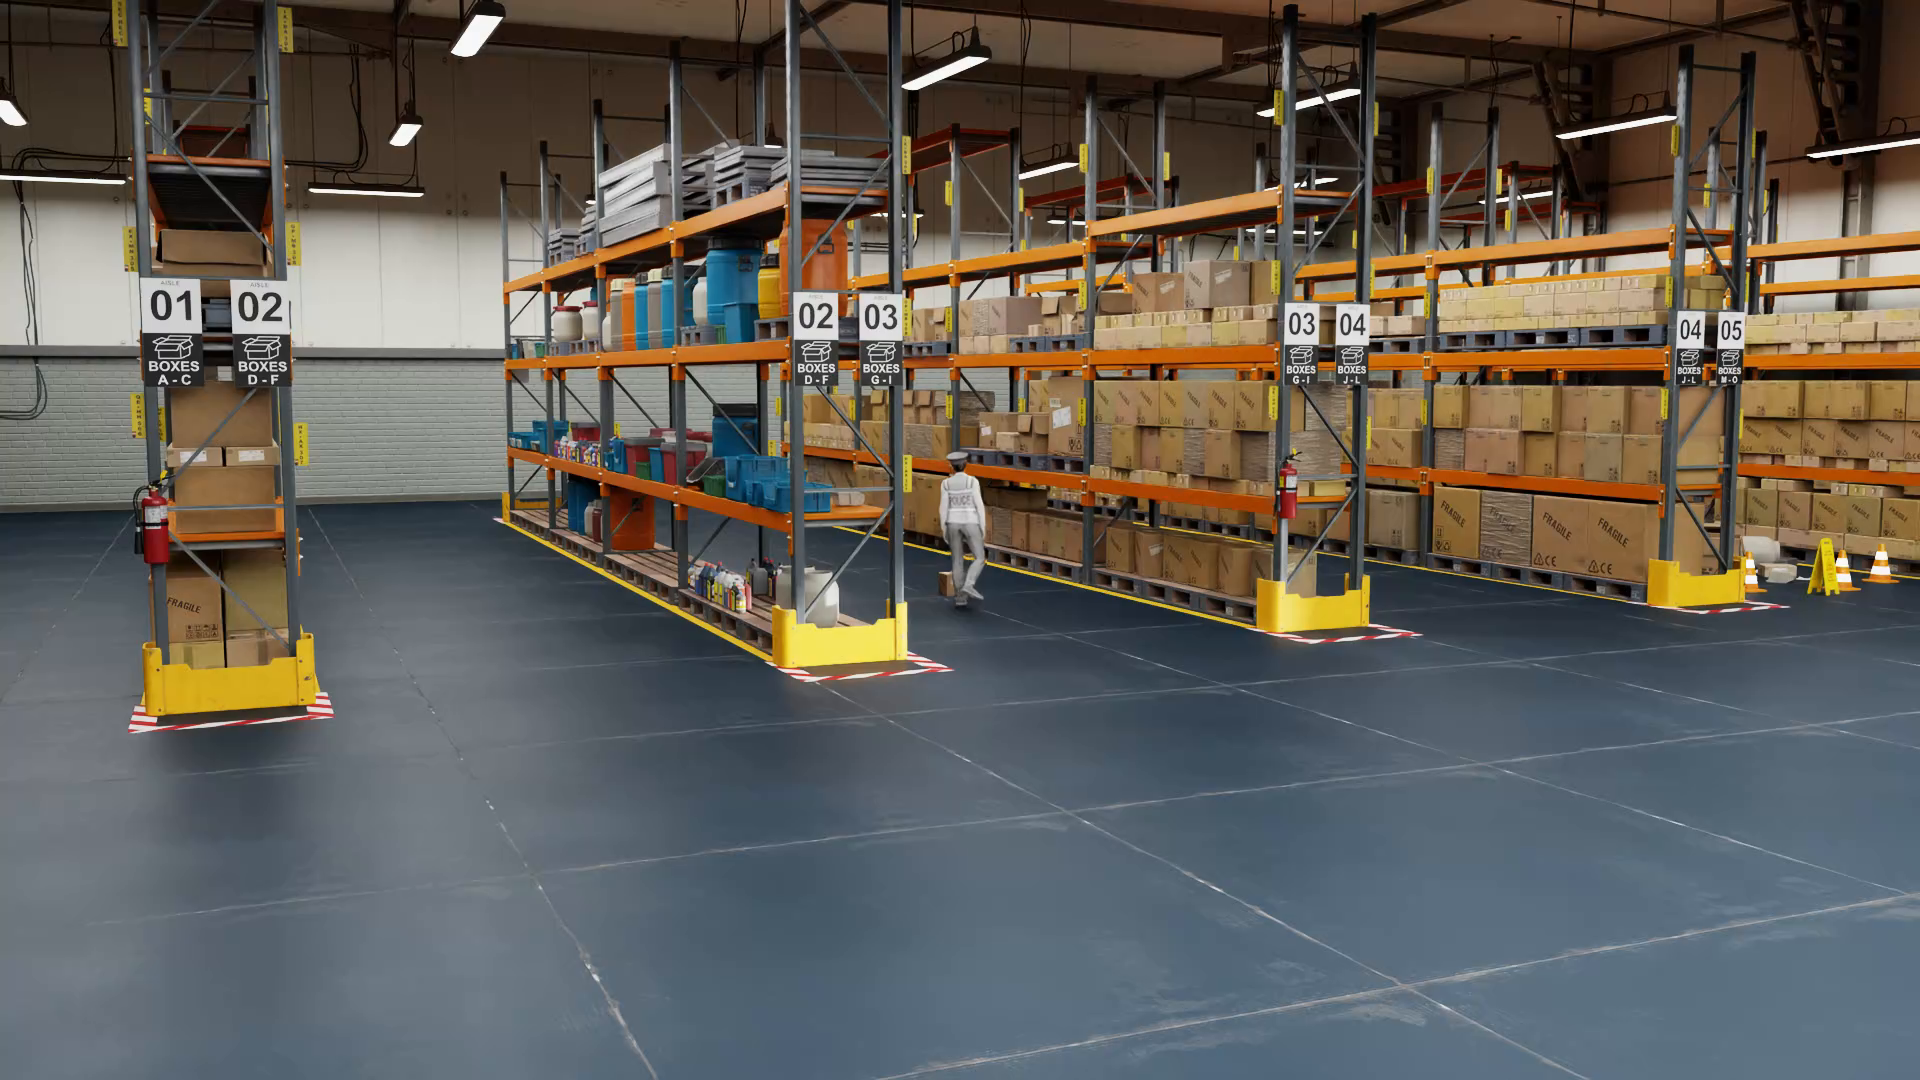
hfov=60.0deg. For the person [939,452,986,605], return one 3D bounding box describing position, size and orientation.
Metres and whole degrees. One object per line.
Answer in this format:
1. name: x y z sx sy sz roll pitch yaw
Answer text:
1. person: 0.016 -0.112 18.017 0.539 1.667 0.516 2 6 16
